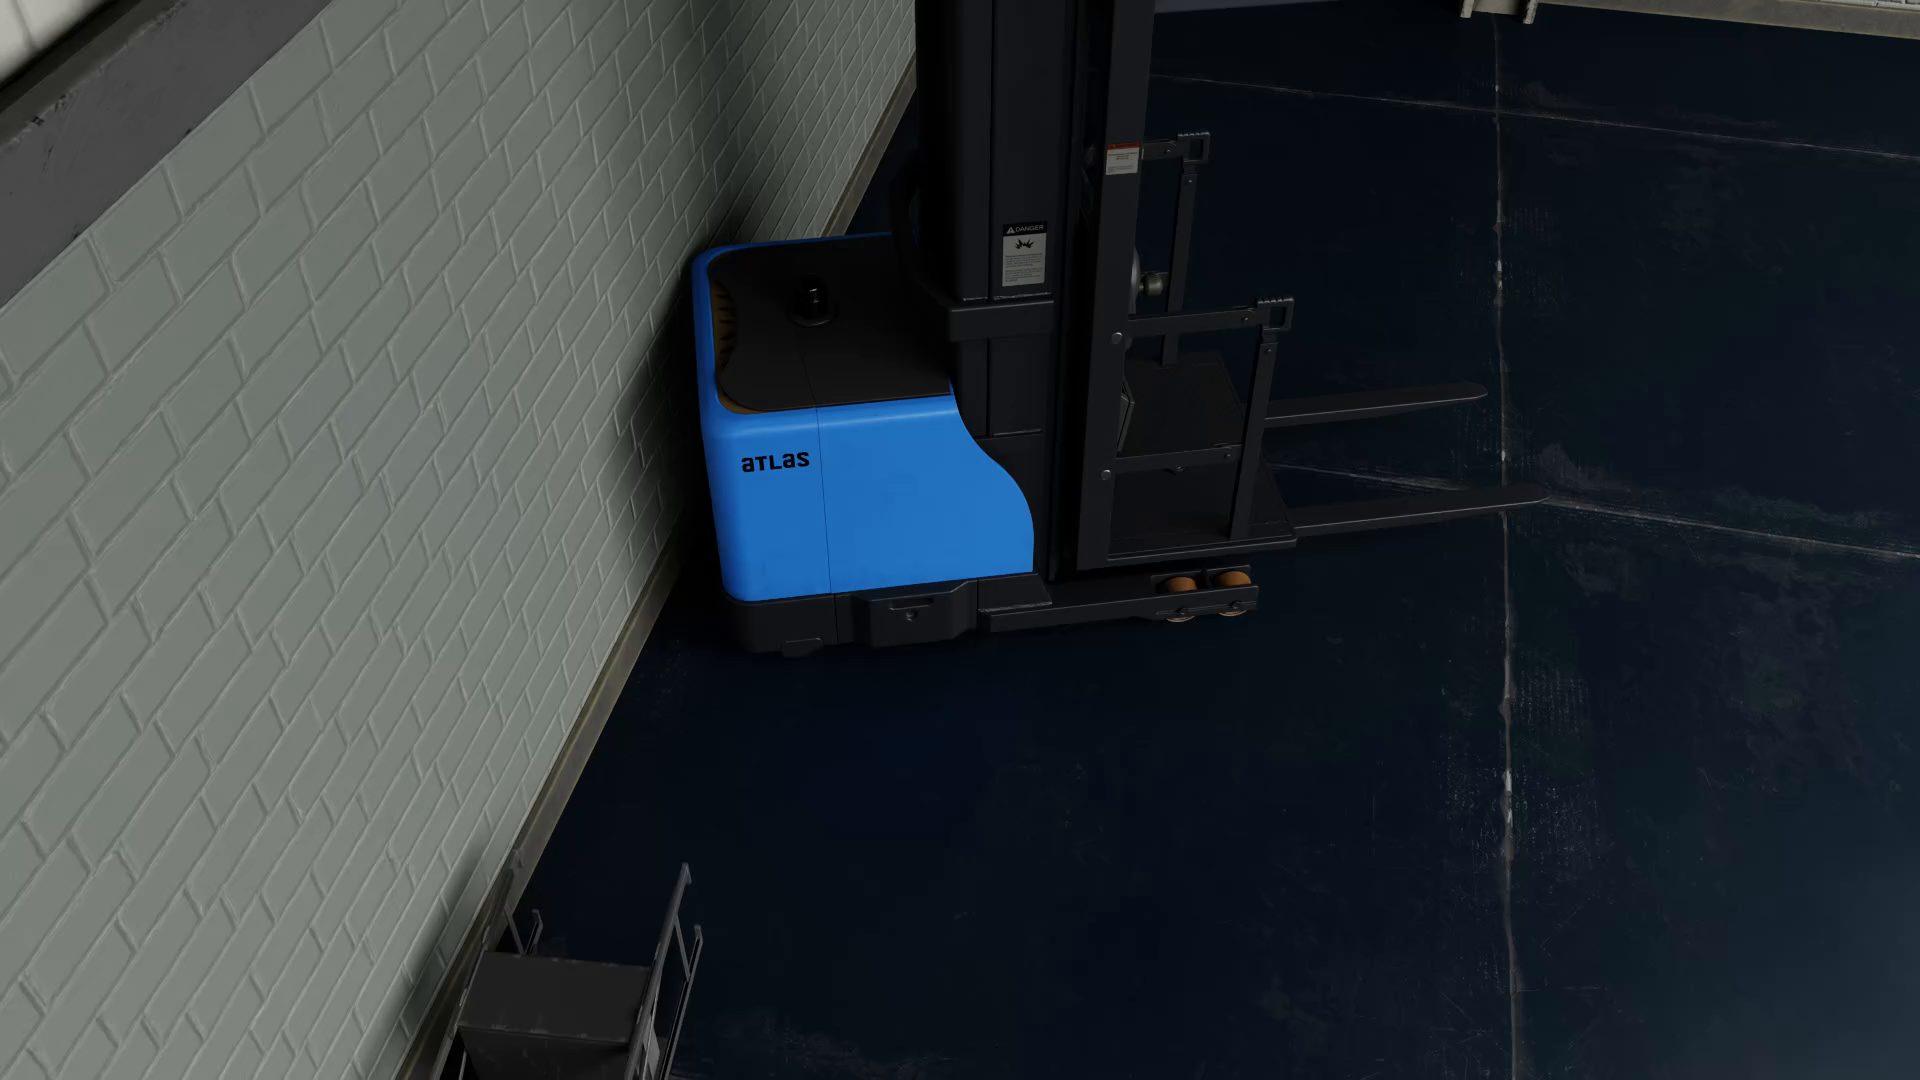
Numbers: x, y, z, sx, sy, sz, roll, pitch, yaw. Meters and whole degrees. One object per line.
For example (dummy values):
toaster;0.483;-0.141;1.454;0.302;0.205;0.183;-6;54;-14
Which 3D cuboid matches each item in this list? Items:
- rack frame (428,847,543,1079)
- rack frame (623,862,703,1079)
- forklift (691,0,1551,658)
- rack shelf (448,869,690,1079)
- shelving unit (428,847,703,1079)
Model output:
rack frame;-1.372;1.736;4.093;0.015;0.400;2.100;4;44;5
rack frame;-0.887;1.773;4.054;0.015;0.400;2.100;4;44;5
forklift;0.619;-1.122;5.302;3.031;2.935;1.130;-6;44;-6
rack shelf;-1.051;1.263;4.584;0.480;0.431;0.518;4;44;5
shelving unit;-1.129;1.755;4.073;0.503;0.431;2.100;4;44;5
